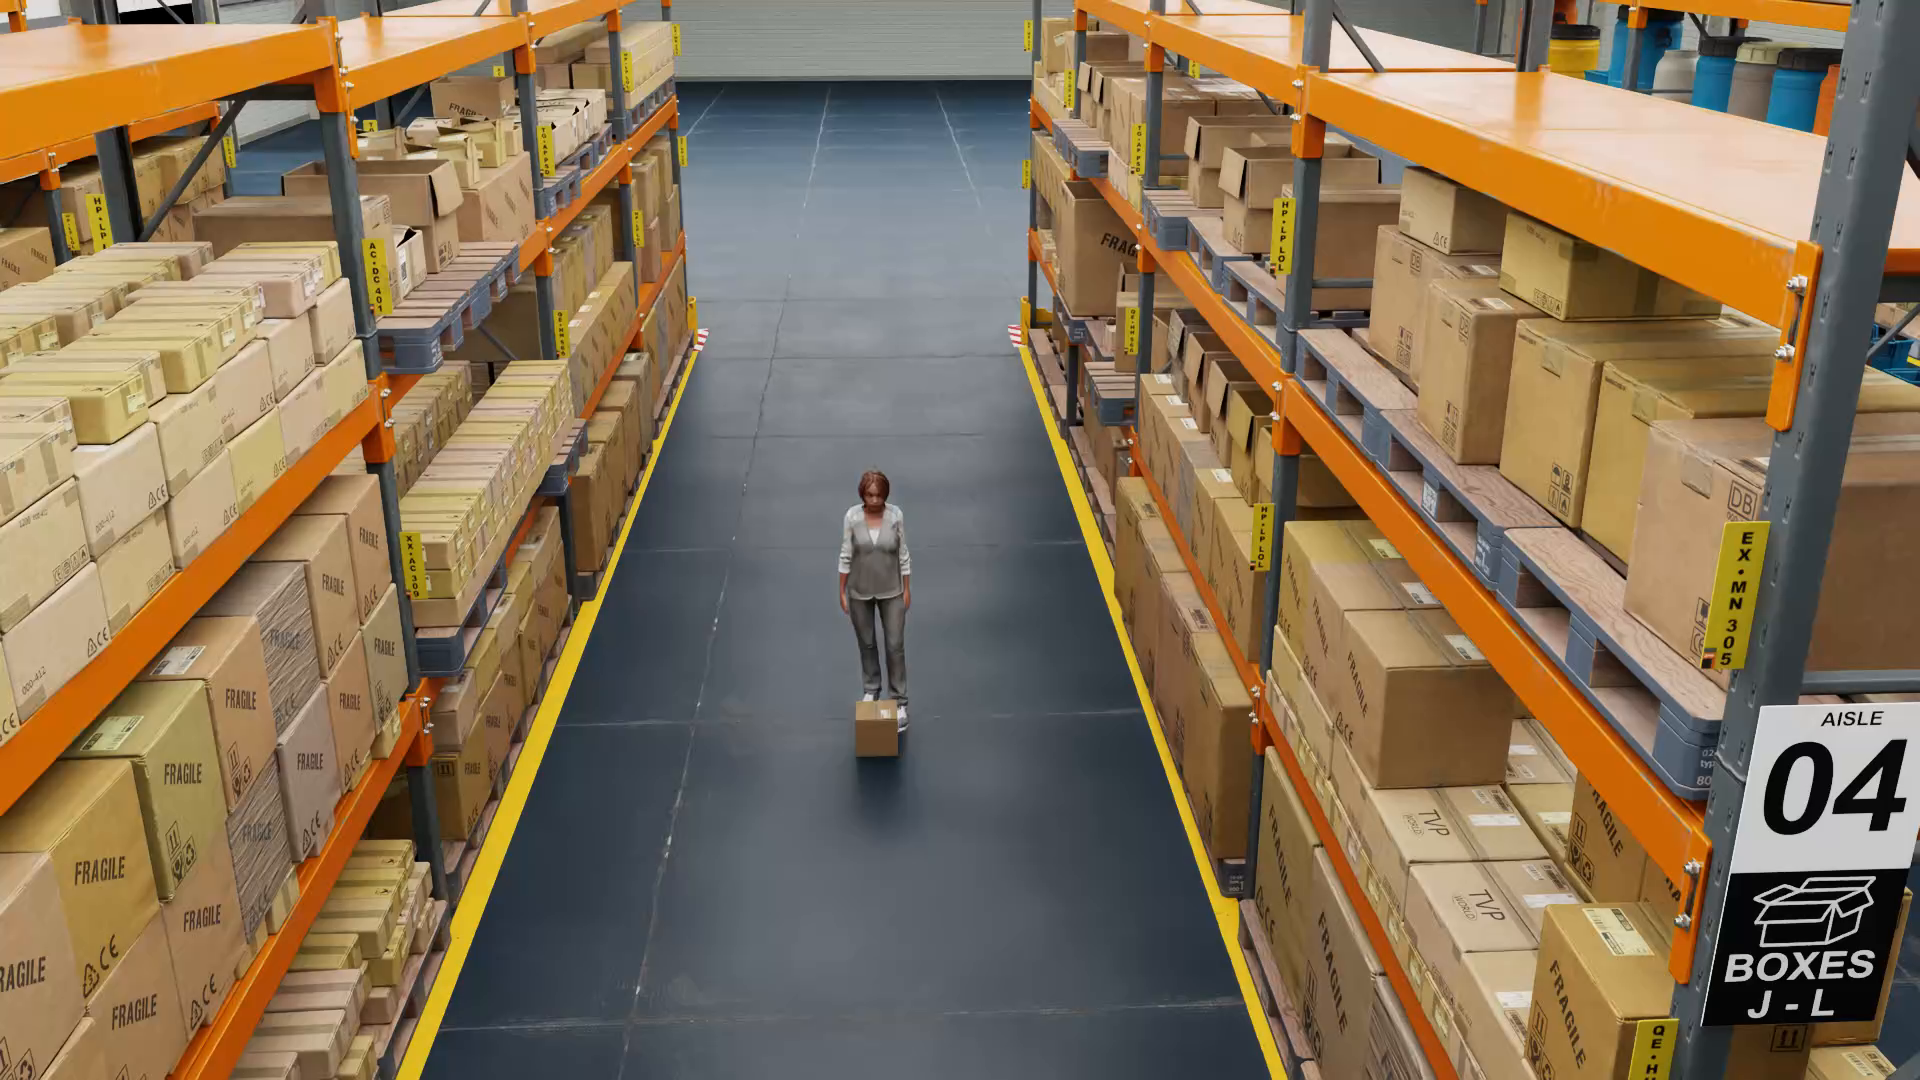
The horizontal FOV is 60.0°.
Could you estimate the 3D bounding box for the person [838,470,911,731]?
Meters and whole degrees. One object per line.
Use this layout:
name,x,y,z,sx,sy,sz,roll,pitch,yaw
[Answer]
person,-0.519,0.353,10.148,0.438,1.604,0.496,-1,21,-3
